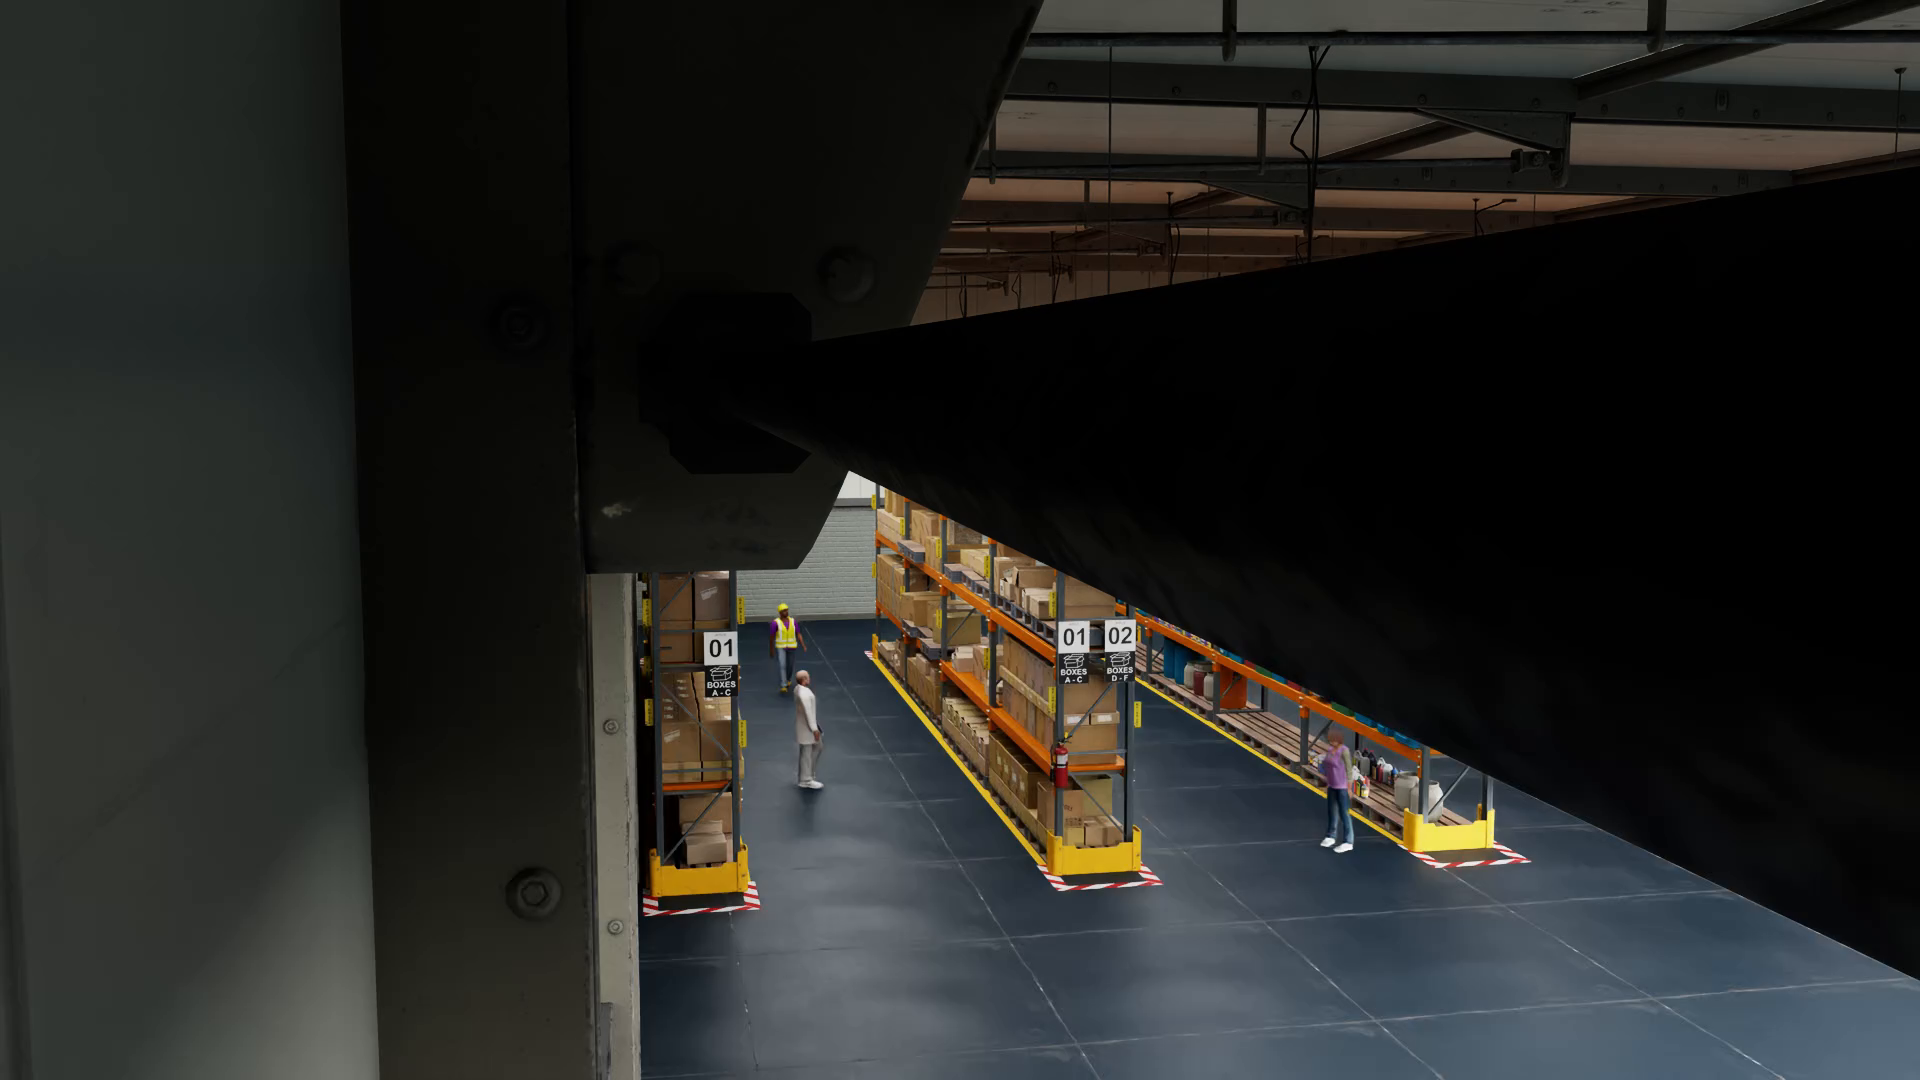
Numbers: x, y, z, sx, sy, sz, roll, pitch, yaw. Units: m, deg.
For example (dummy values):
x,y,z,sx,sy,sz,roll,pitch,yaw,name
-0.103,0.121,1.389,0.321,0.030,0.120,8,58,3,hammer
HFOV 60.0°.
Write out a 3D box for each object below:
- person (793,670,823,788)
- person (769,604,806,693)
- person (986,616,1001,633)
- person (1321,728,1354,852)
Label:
x,y,z,sx,sy,sz,roll,pitch,yaw,name
-2.310,2.879,25.241,0.462,1.830,0.610,0,6,0,person
-3.392,2.115,32.698,0.697,1.713,1.058,-1,6,-12,person
0.810,1.734,36.842,0.547,1.671,0.511,5,8,42,person
4.996,3.281,21.973,0.363,1.592,0.500,-2,6,-21,person
